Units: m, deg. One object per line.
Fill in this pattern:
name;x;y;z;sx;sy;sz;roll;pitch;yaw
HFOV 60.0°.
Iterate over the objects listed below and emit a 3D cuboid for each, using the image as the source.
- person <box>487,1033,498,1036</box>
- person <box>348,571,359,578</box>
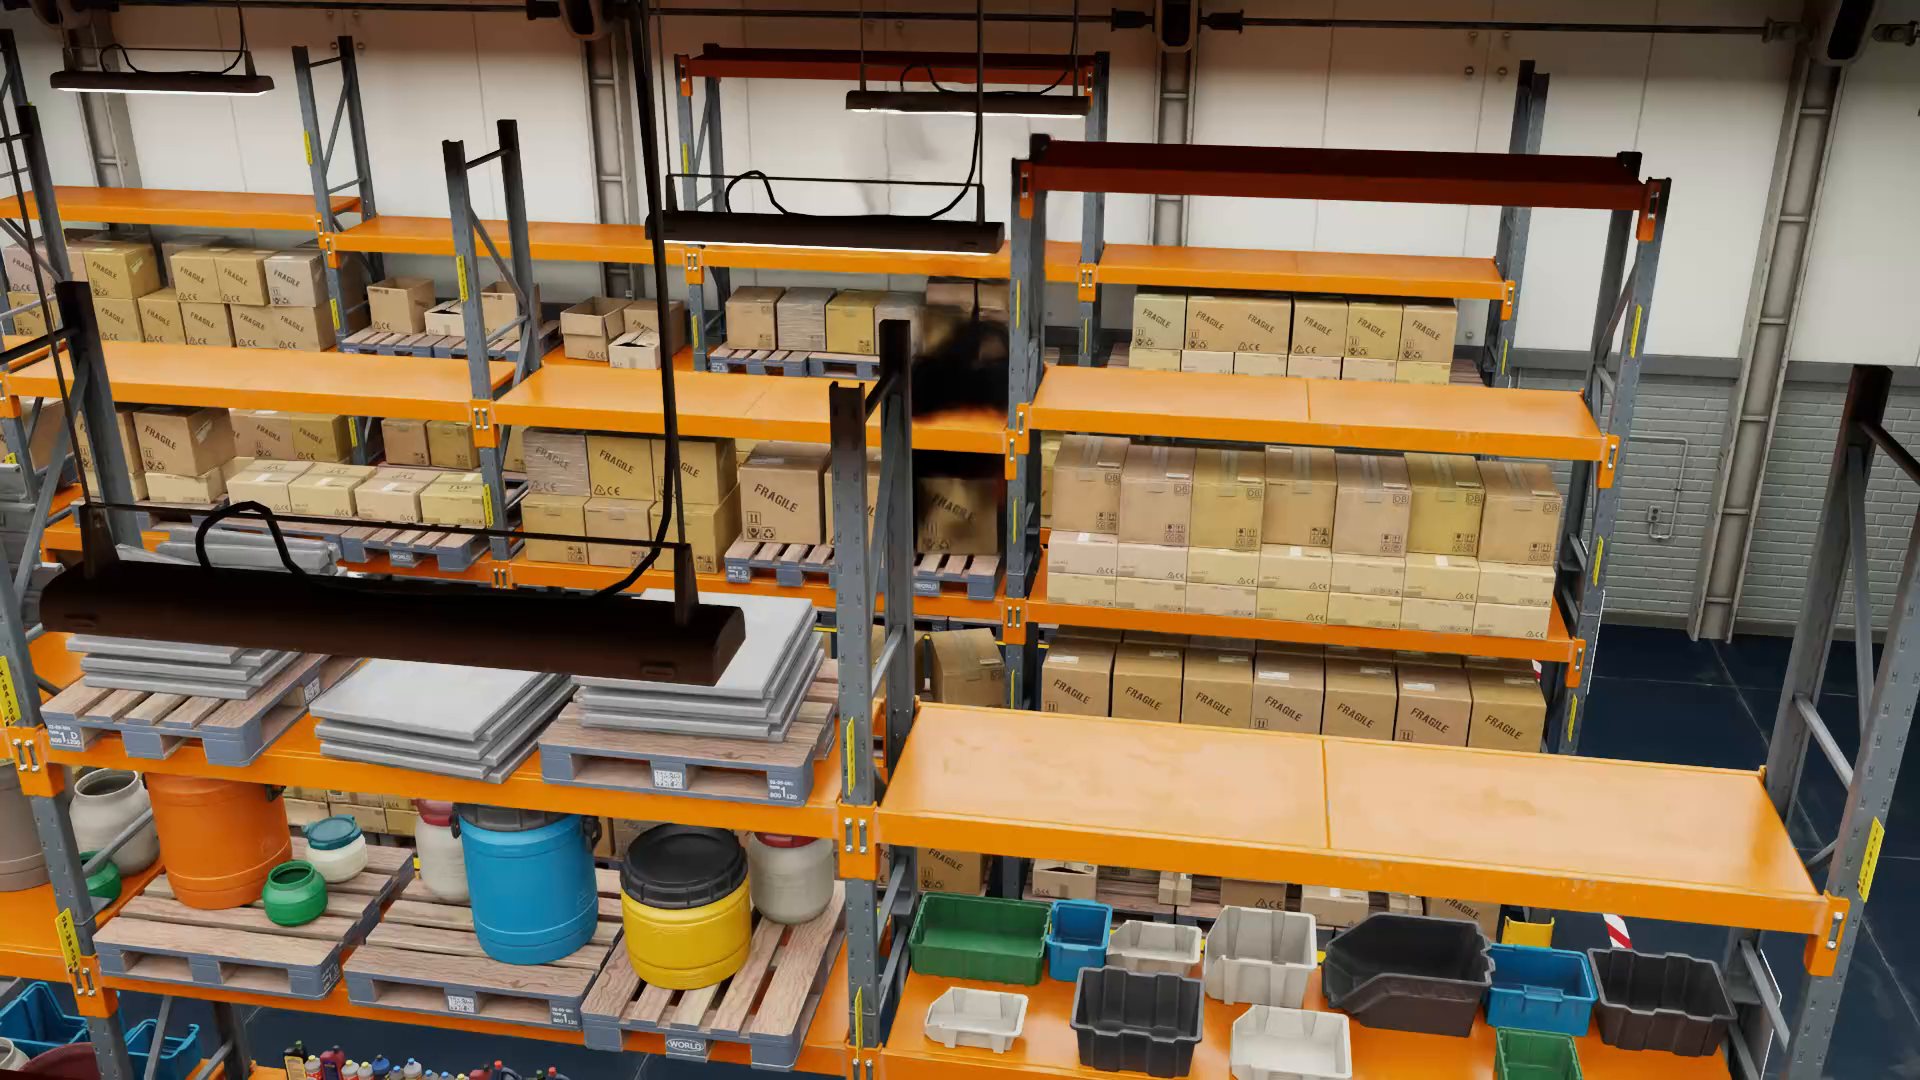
person;-3.064;2.735;11.835;0.812;1.710;0.642;0;23;0
person;-5.752;0.963;15.854;0.853;1.837;0.651;4;23;10
